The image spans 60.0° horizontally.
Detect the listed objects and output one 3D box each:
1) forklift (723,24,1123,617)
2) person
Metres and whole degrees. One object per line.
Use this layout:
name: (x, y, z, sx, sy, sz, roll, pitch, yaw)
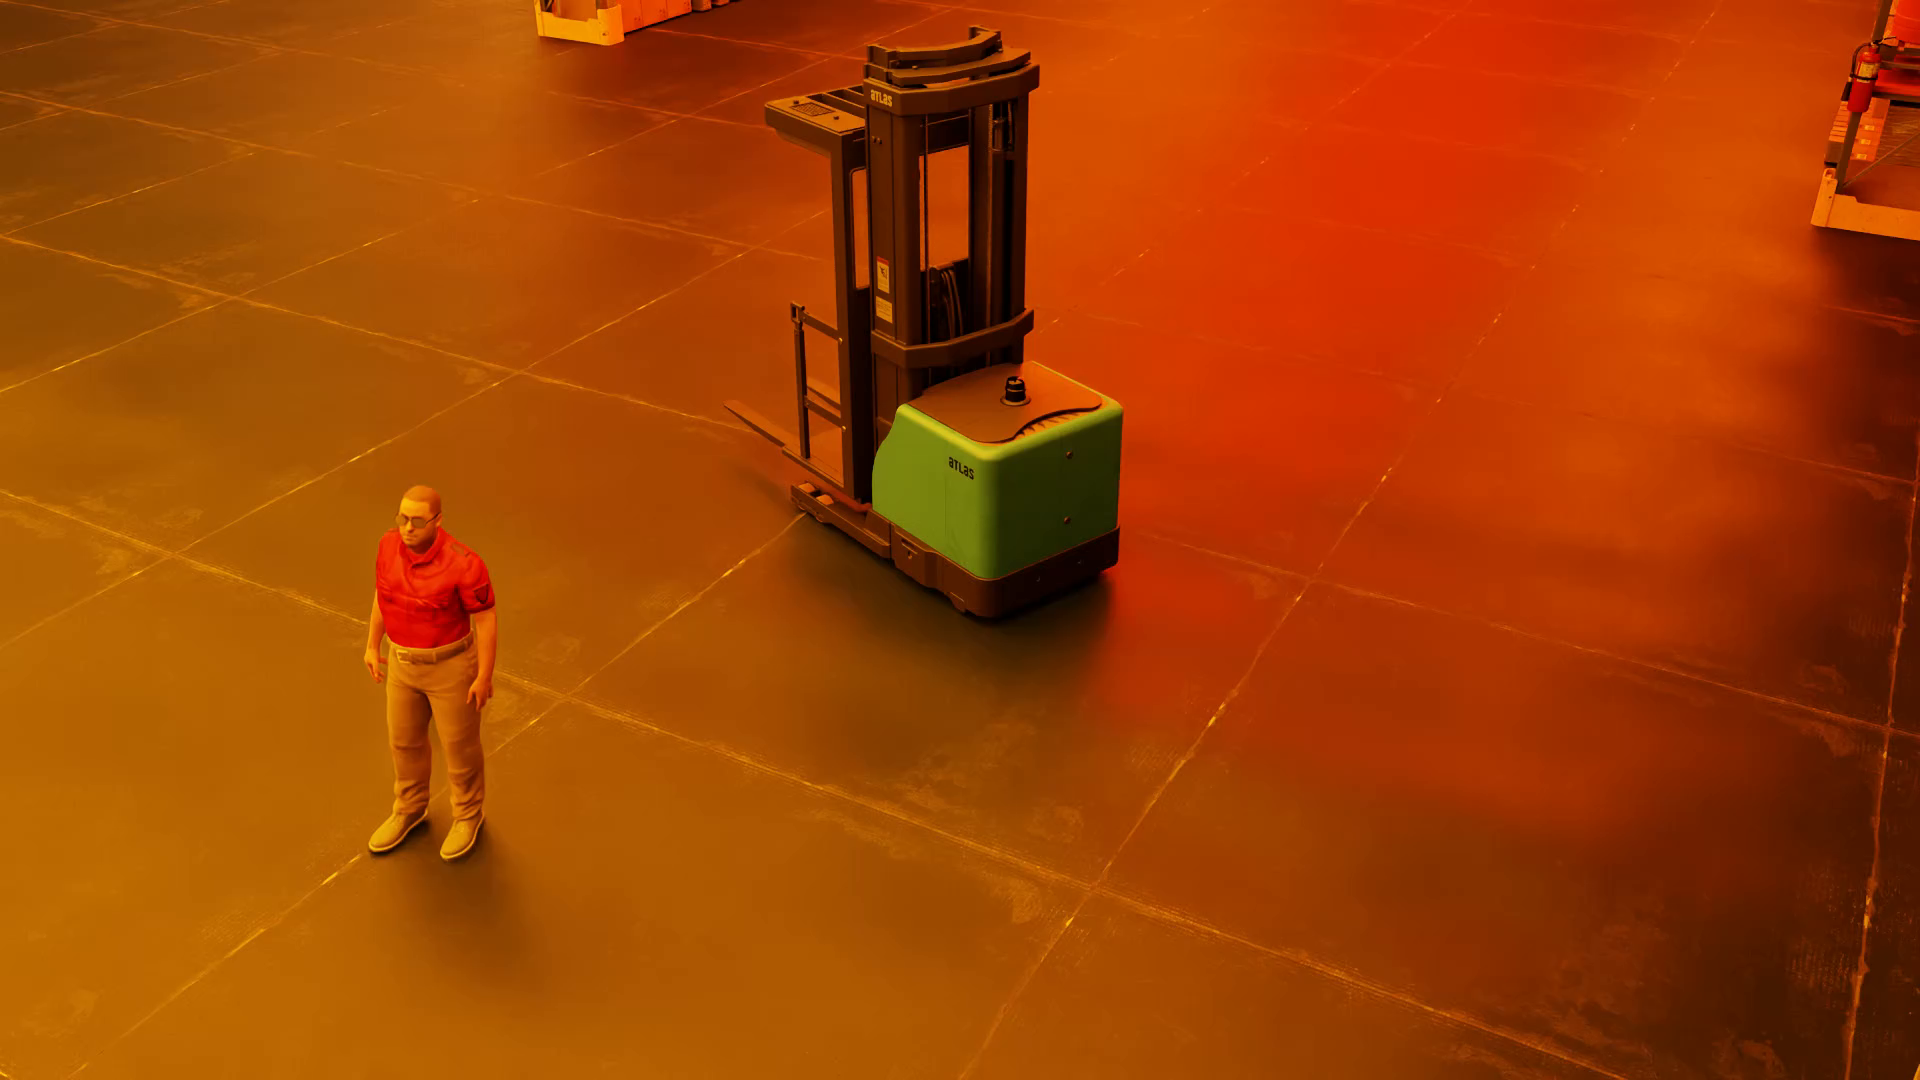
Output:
forklift: (-0.392, -1.515, 9.696, 1.130, 2.935, 3.031, -22, 36, -33)
person: (-2.339, 0.595, 7.241, 0.628, 1.736, 0.524, 10, 32, 17)
